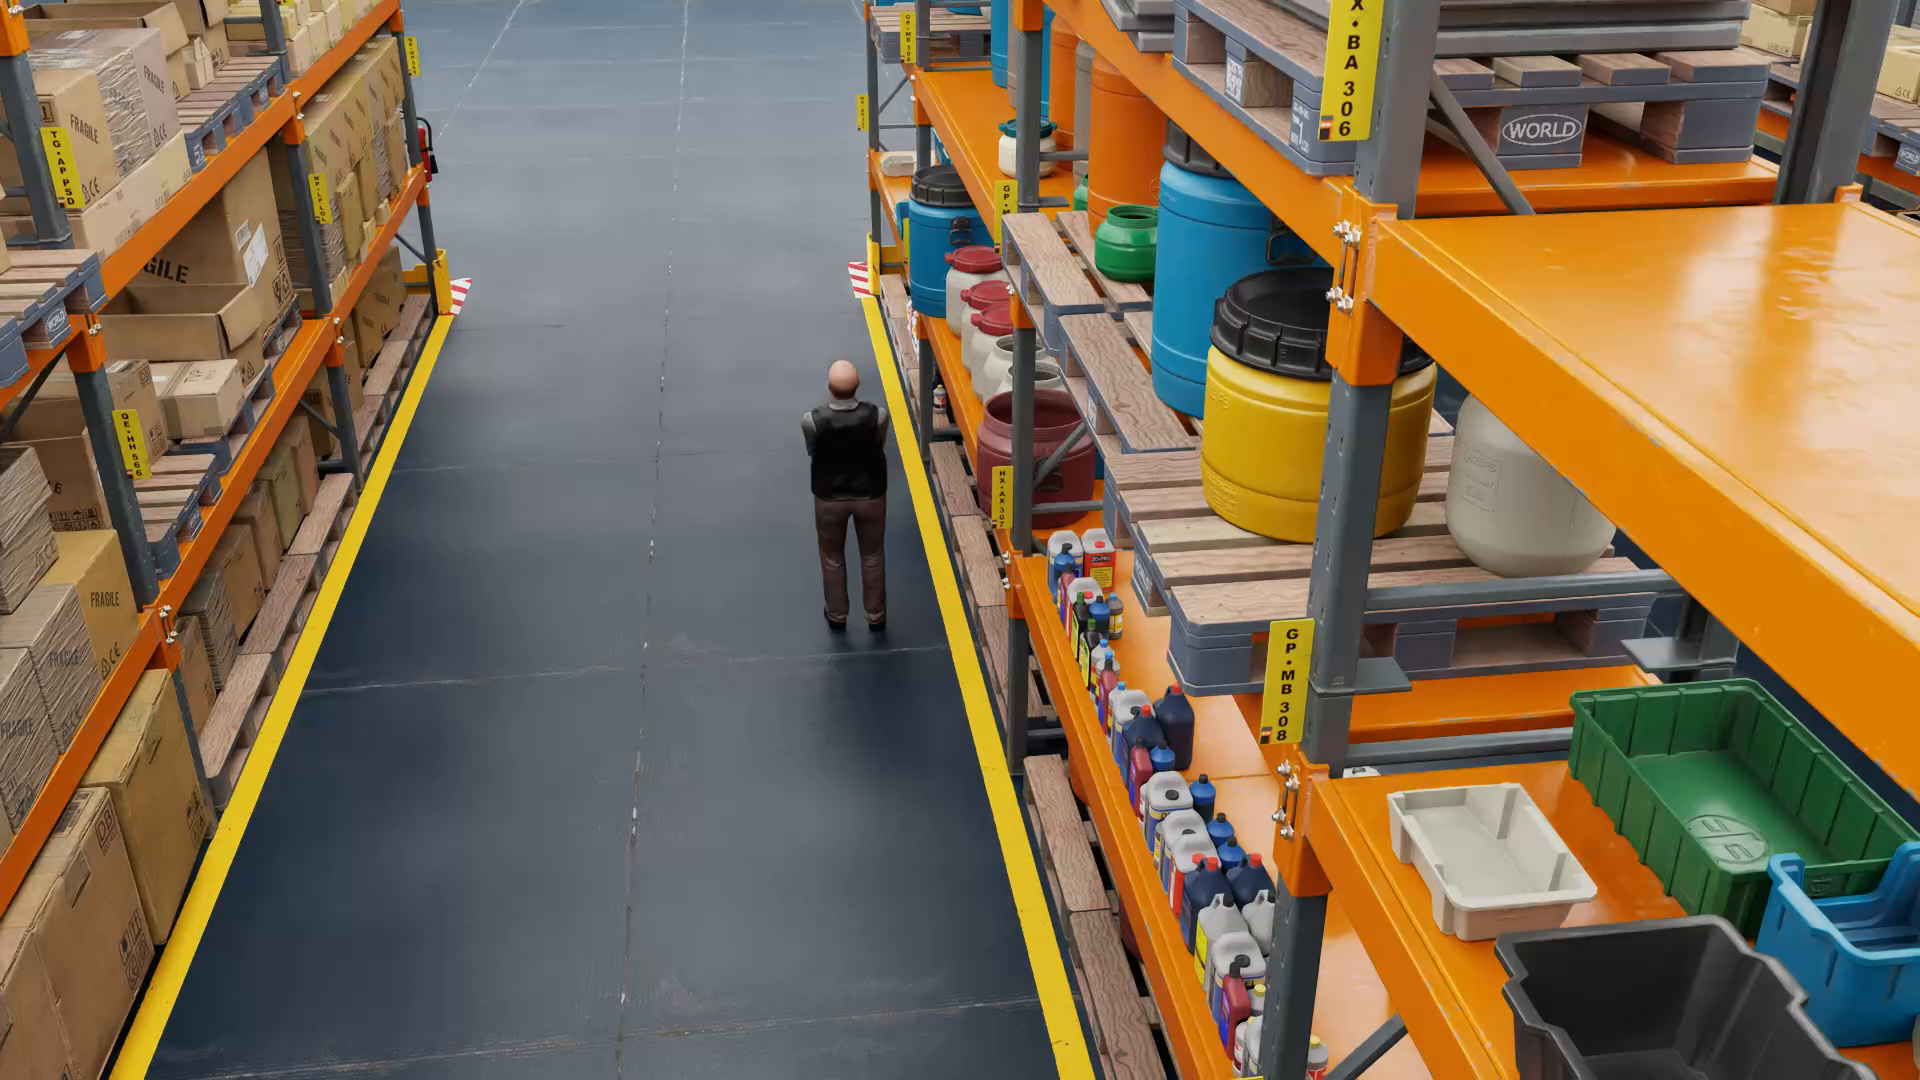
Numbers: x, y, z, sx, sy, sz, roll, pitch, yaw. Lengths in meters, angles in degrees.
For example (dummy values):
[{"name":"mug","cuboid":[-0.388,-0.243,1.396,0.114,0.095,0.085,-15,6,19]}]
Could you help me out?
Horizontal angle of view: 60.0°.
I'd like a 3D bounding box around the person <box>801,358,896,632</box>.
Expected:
[{"name":"person","cuboid":[-0.643,-0.279,9.674,0.540,1.725,0.506,-4,27,-7]}]
